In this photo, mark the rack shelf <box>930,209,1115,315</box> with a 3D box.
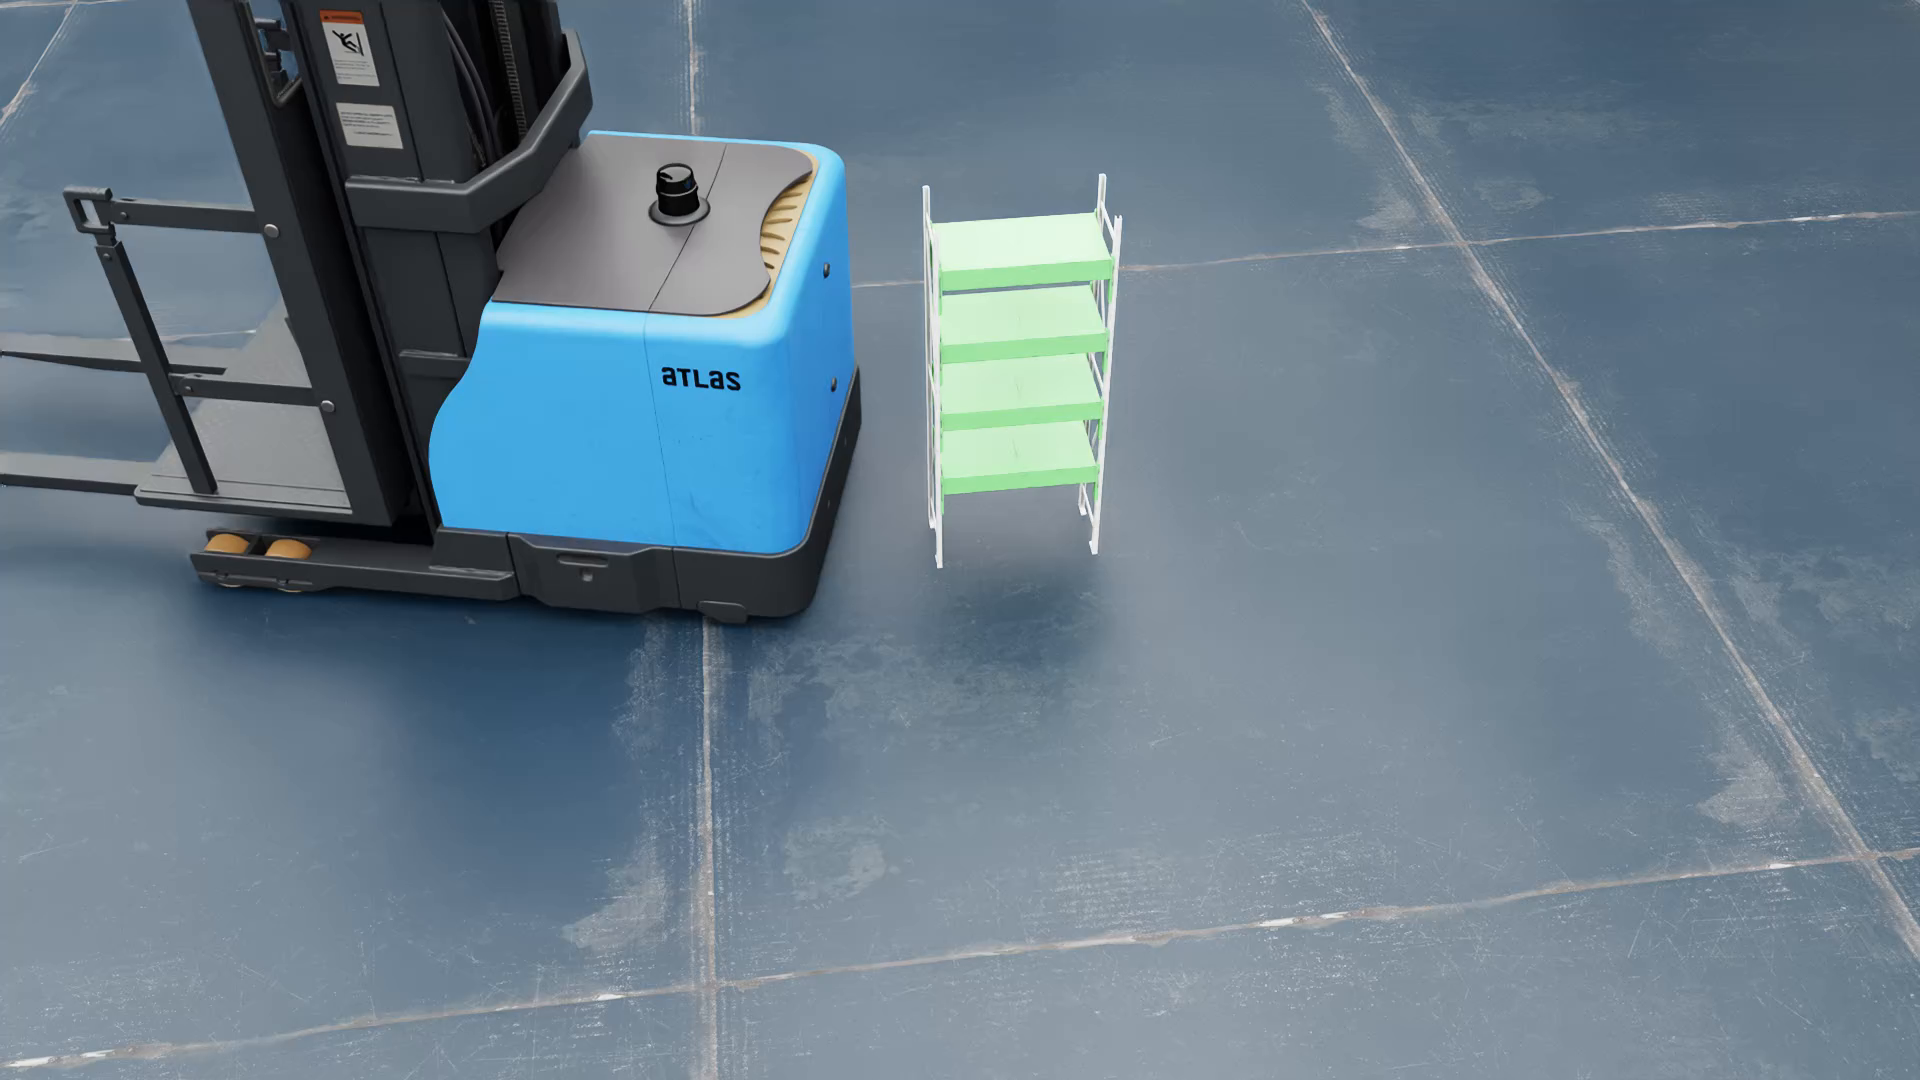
[{"bbox_3d":[0.164,-0.769,4.585,0.480,0.148,0.258,-5,42,-6],"label":"rack shelf"}]

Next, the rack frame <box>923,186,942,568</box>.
[{"bbox_3d":[-0.078,-0.439,4.841,0.015,1.200,0.240,-5,42,-6],"label":"rack frame"}]

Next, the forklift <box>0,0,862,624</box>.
[{"bbox_3d":[-1.886,-1.274,4.474,3.031,2.935,1.130,5,42,5],"label":"forklift"}]

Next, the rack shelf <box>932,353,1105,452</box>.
[{"bbox_3d":[0.164,-0.412,4.907,0.480,0.148,0.258,-5,42,-6],"label":"rack shelf"}]

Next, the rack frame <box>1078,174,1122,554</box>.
[{"bbox_3d":[0.406,-0.481,4.888,0.015,1.200,0.240,-5,42,-6],"label":"rack frame"}]

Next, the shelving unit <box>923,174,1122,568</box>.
[{"bbox_3d":[0.164,-0.460,4.864,0.503,1.200,0.258,-5,42,-6],"label":"shelving unit"}]

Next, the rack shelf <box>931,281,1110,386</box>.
[{"bbox_3d":[0.164,-0.591,4.746,0.480,0.148,0.258,-5,42,-6],"label":"rack shelf"}]

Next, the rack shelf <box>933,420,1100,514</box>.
[{"bbox_3d":[0.164,-0.234,5.068,0.480,0.148,0.258,-5,42,-6],"label":"rack shelf"}]
